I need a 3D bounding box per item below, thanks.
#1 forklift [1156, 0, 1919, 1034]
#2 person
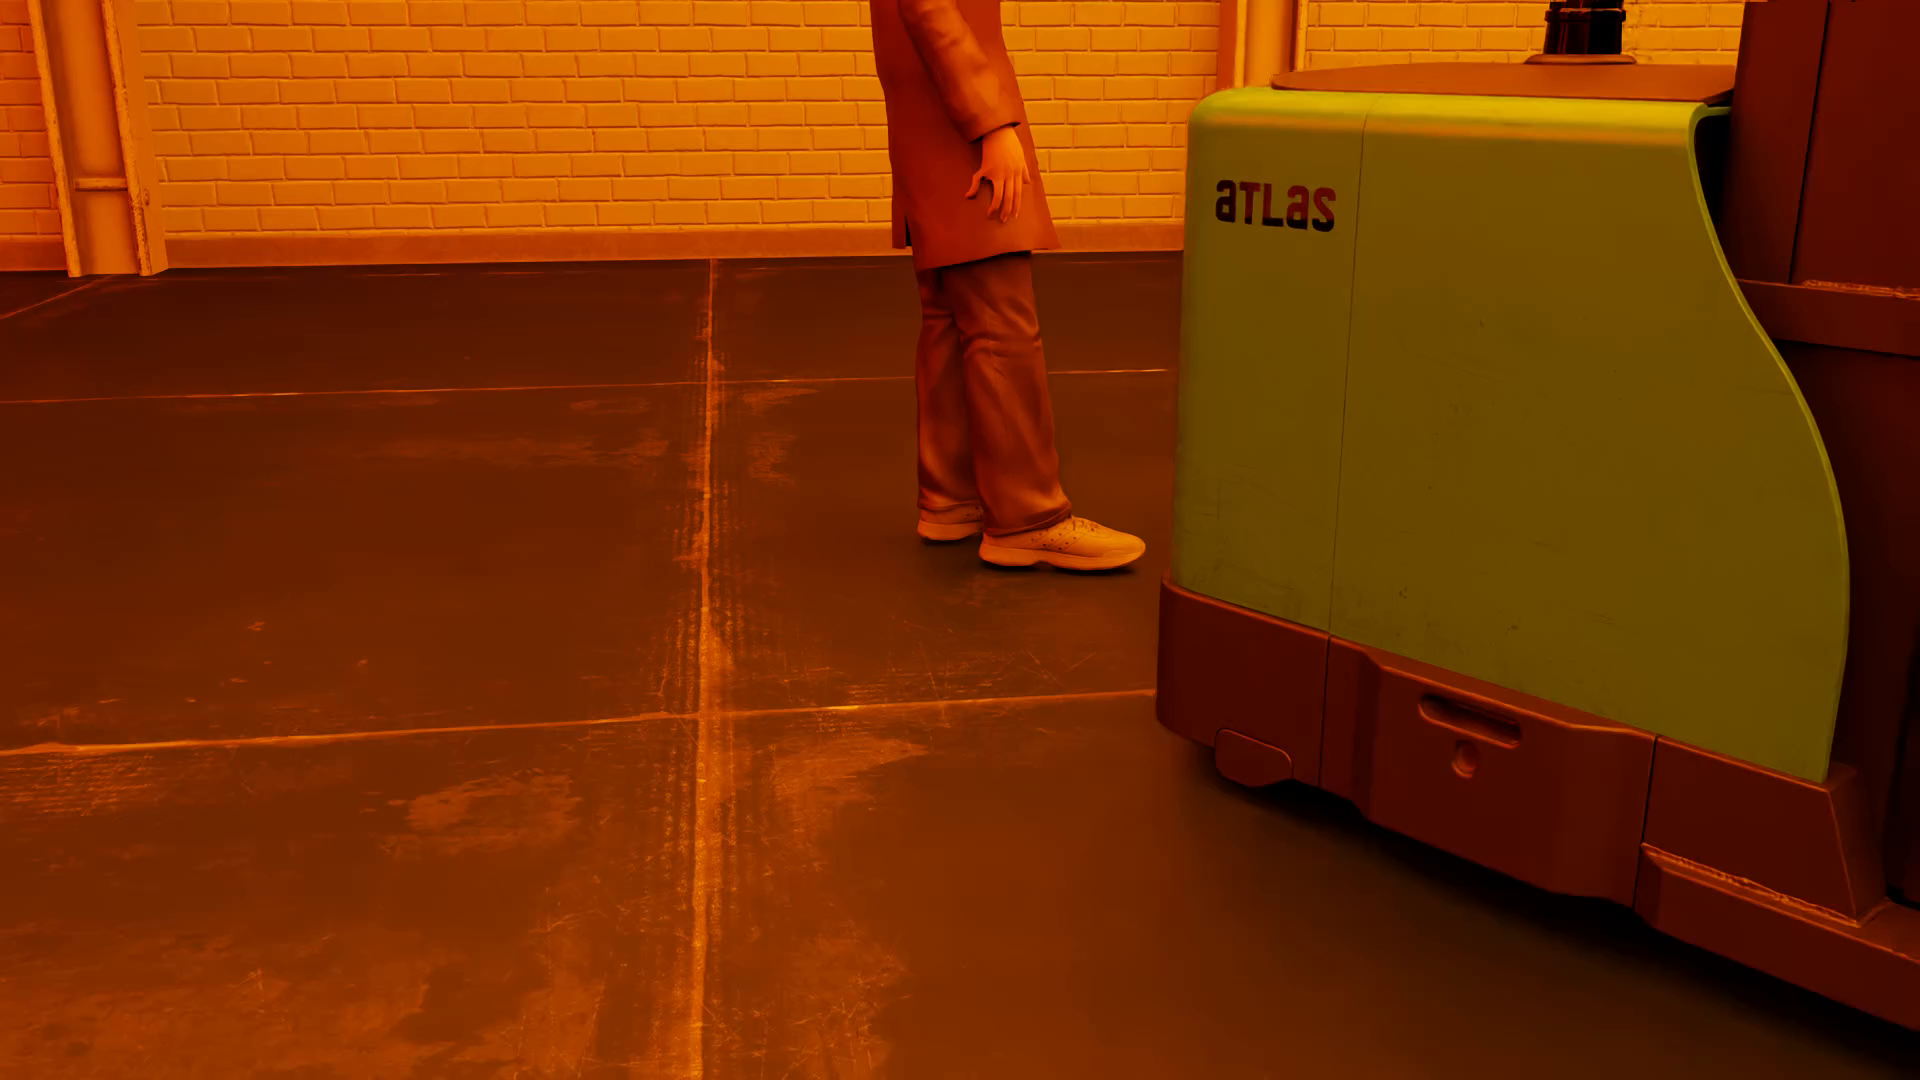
[{"bbox_3d":[1.687,-0.822,1.615,1.130,2.935,3.031,-15,22,-40],"label":"forklift"},{"bbox_3d":[0.090,-0.860,3.715,0.582,1.775,0.694,-2,17,-8],"label":"person"}]
